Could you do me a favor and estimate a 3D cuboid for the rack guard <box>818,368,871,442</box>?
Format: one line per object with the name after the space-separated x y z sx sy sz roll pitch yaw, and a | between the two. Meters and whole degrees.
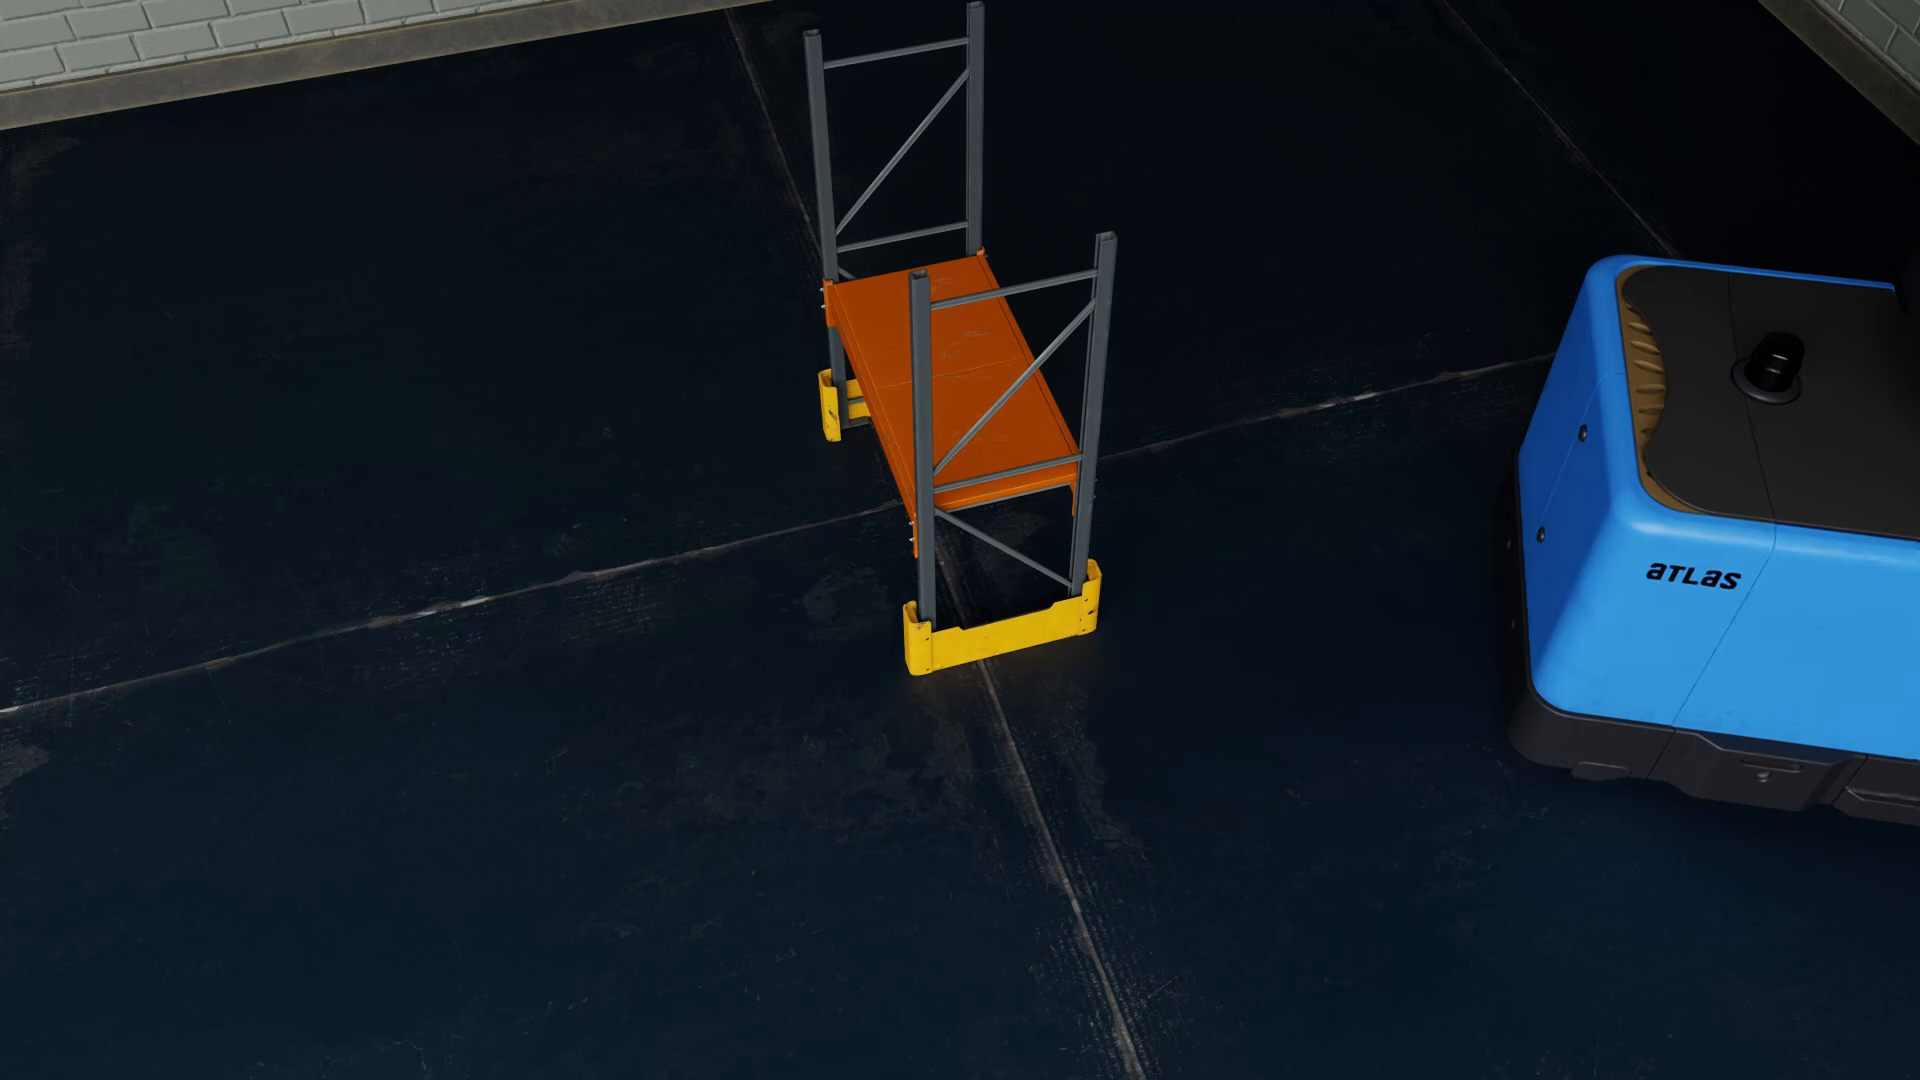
-0.170 -0.500 5.508 0.587 0.250 0.087 -13 51 -11 | rack guard

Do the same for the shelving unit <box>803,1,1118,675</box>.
-0.023 -0.539 4.724 0.587 1.500 1.083 -13 51 -11 | shelving unit

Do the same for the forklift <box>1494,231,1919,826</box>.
3.106 -0.485 3.742 3.031 2.935 1.130 7 50 6 | forklift

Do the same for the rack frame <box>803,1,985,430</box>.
-0.176 -0.917 5.042 0.500 1.500 0.032 -13 51 -11 | rack frame

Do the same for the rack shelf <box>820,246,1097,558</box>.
-0.025 -0.430 4.867 0.538 0.185 1.000 -13 51 -11 | rack shelf

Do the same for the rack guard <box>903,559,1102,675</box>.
0.125 0.227 4.895 0.587 0.250 0.087 -13 51 -11 | rack guard

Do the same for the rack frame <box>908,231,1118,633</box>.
0.125 -0.174 4.416 0.500 1.500 0.032 -13 51 -11 | rack frame
